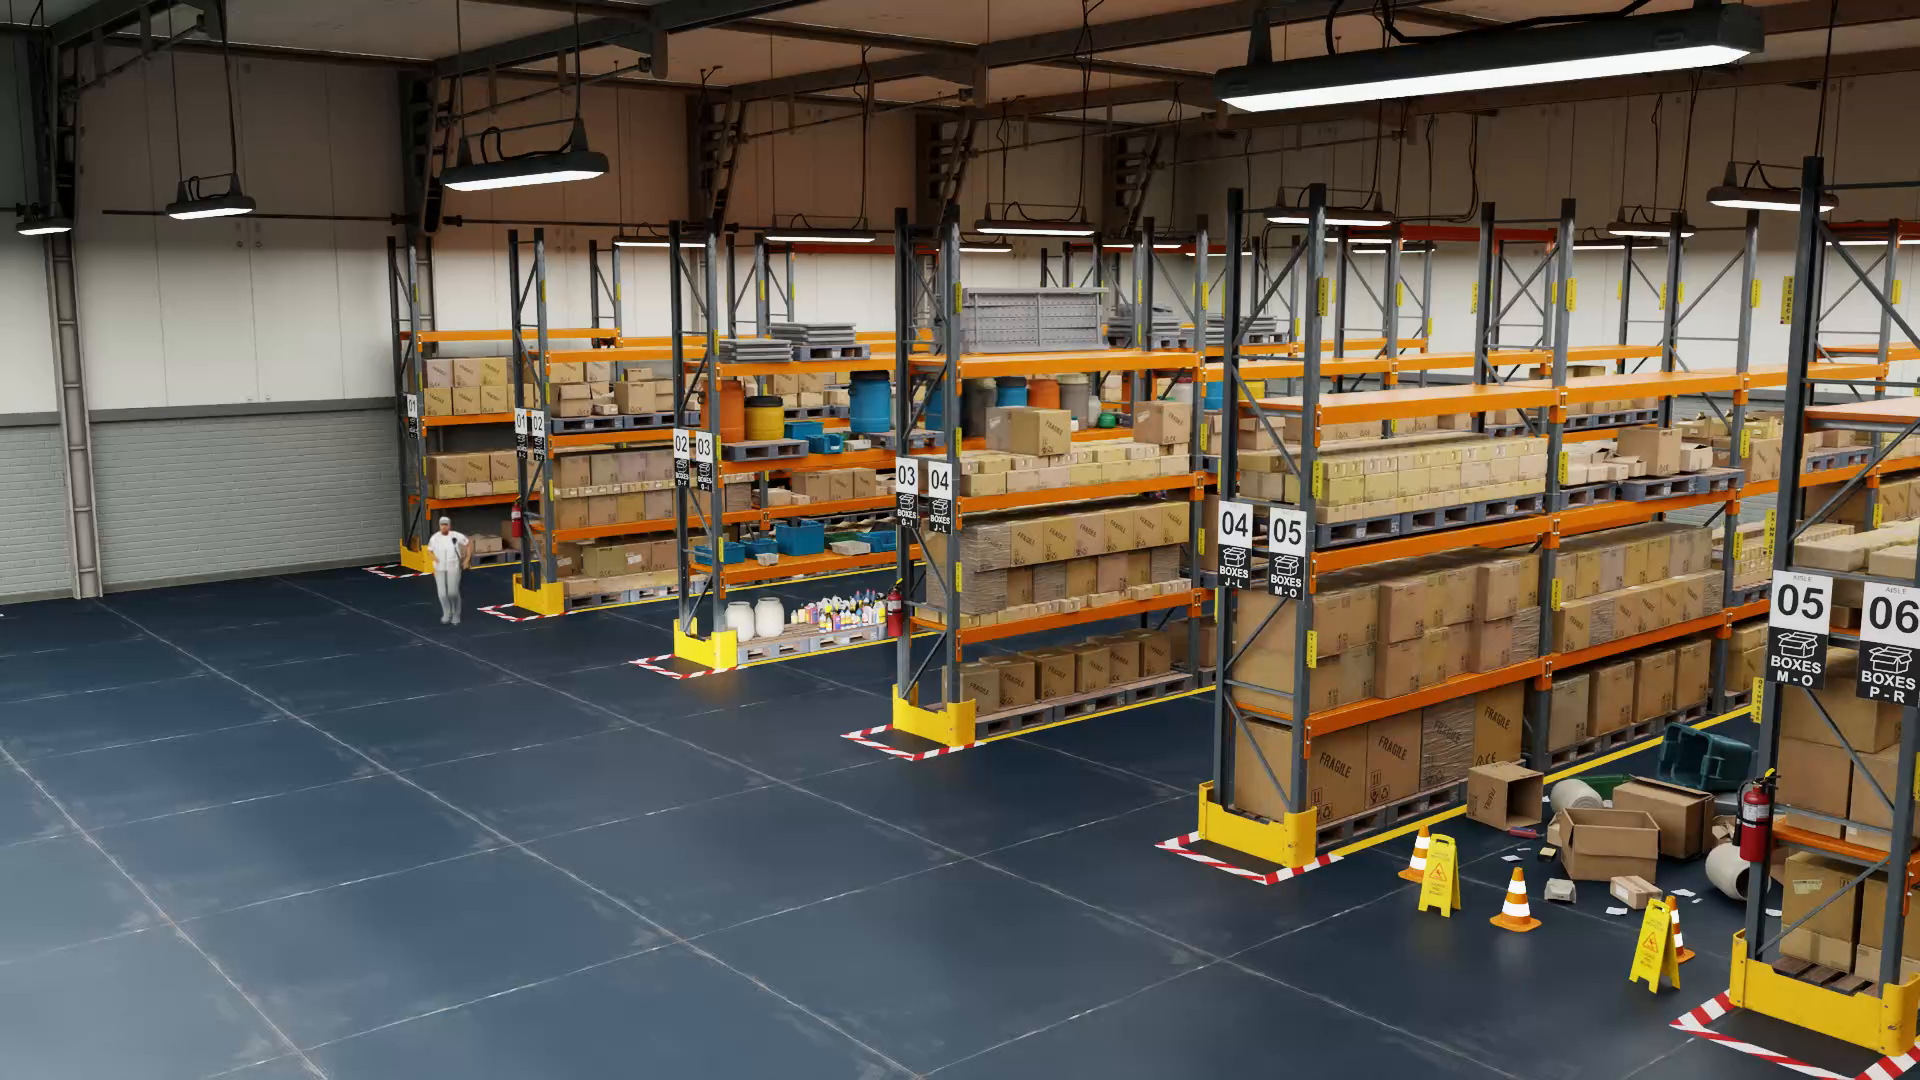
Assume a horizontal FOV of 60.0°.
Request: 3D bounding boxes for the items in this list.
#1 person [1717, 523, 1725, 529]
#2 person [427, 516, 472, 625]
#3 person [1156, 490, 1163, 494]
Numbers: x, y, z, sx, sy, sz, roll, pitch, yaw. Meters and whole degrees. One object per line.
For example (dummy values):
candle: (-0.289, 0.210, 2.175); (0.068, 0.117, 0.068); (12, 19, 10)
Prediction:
person: (11.361, 0.561, 24.752); (0.548, 1.669, 0.638); (-6, 11, -36)
person: (-7.797, 0.480, 25.366); (0.628, 1.695, 0.671); (-1, 9, -6)
person: (4.139, -0.689, 32.785); (0.660, 1.683, 0.622); (6, 11, 36)
